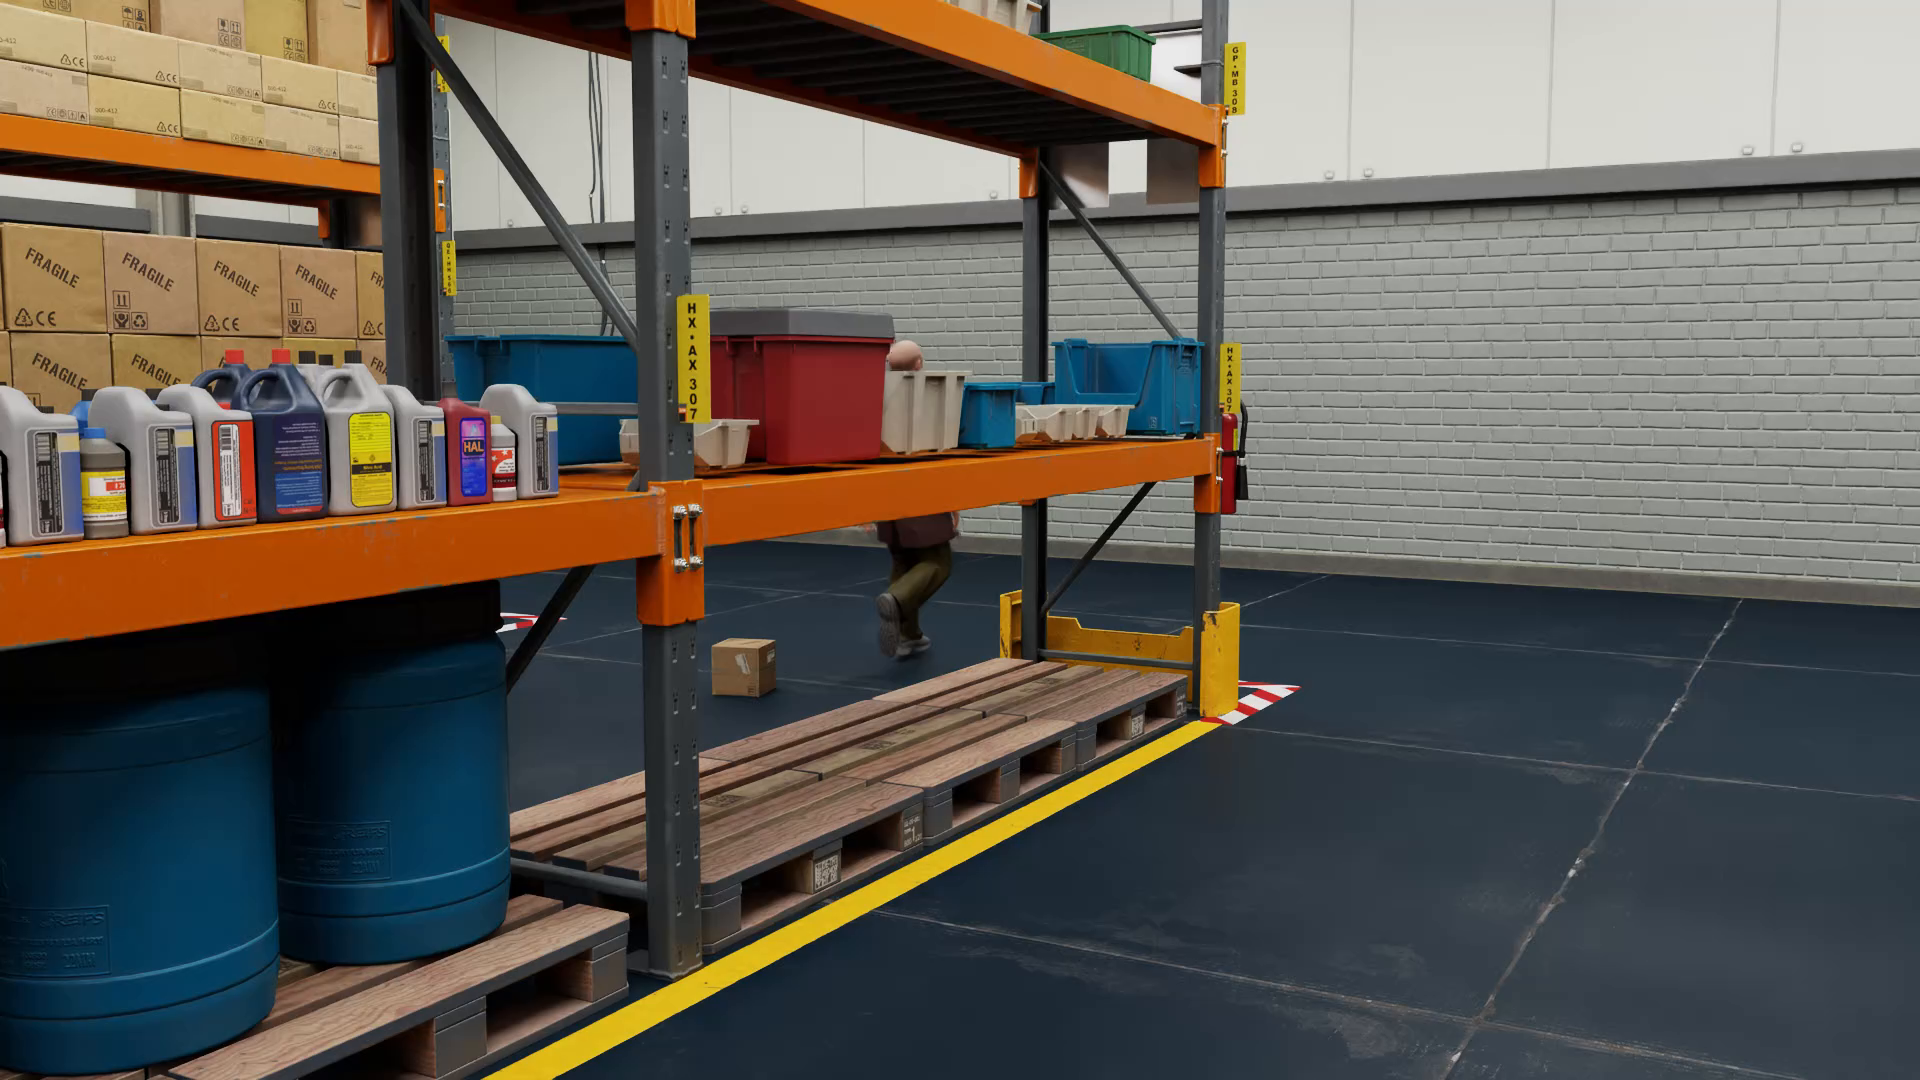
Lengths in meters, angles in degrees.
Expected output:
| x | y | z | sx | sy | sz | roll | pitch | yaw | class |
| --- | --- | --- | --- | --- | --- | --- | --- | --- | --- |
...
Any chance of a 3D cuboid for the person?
| x | y | z | sx | sy | sz | roll | pitch | yaw | class |
| --- | --- | --- | --- | --- | --- | --- | --- | --- | --- |
| -0.308 | -0.217 | 9.197 | 0.621 | 1.762 | 0.715 | 4 | 7 | 35 | person |
